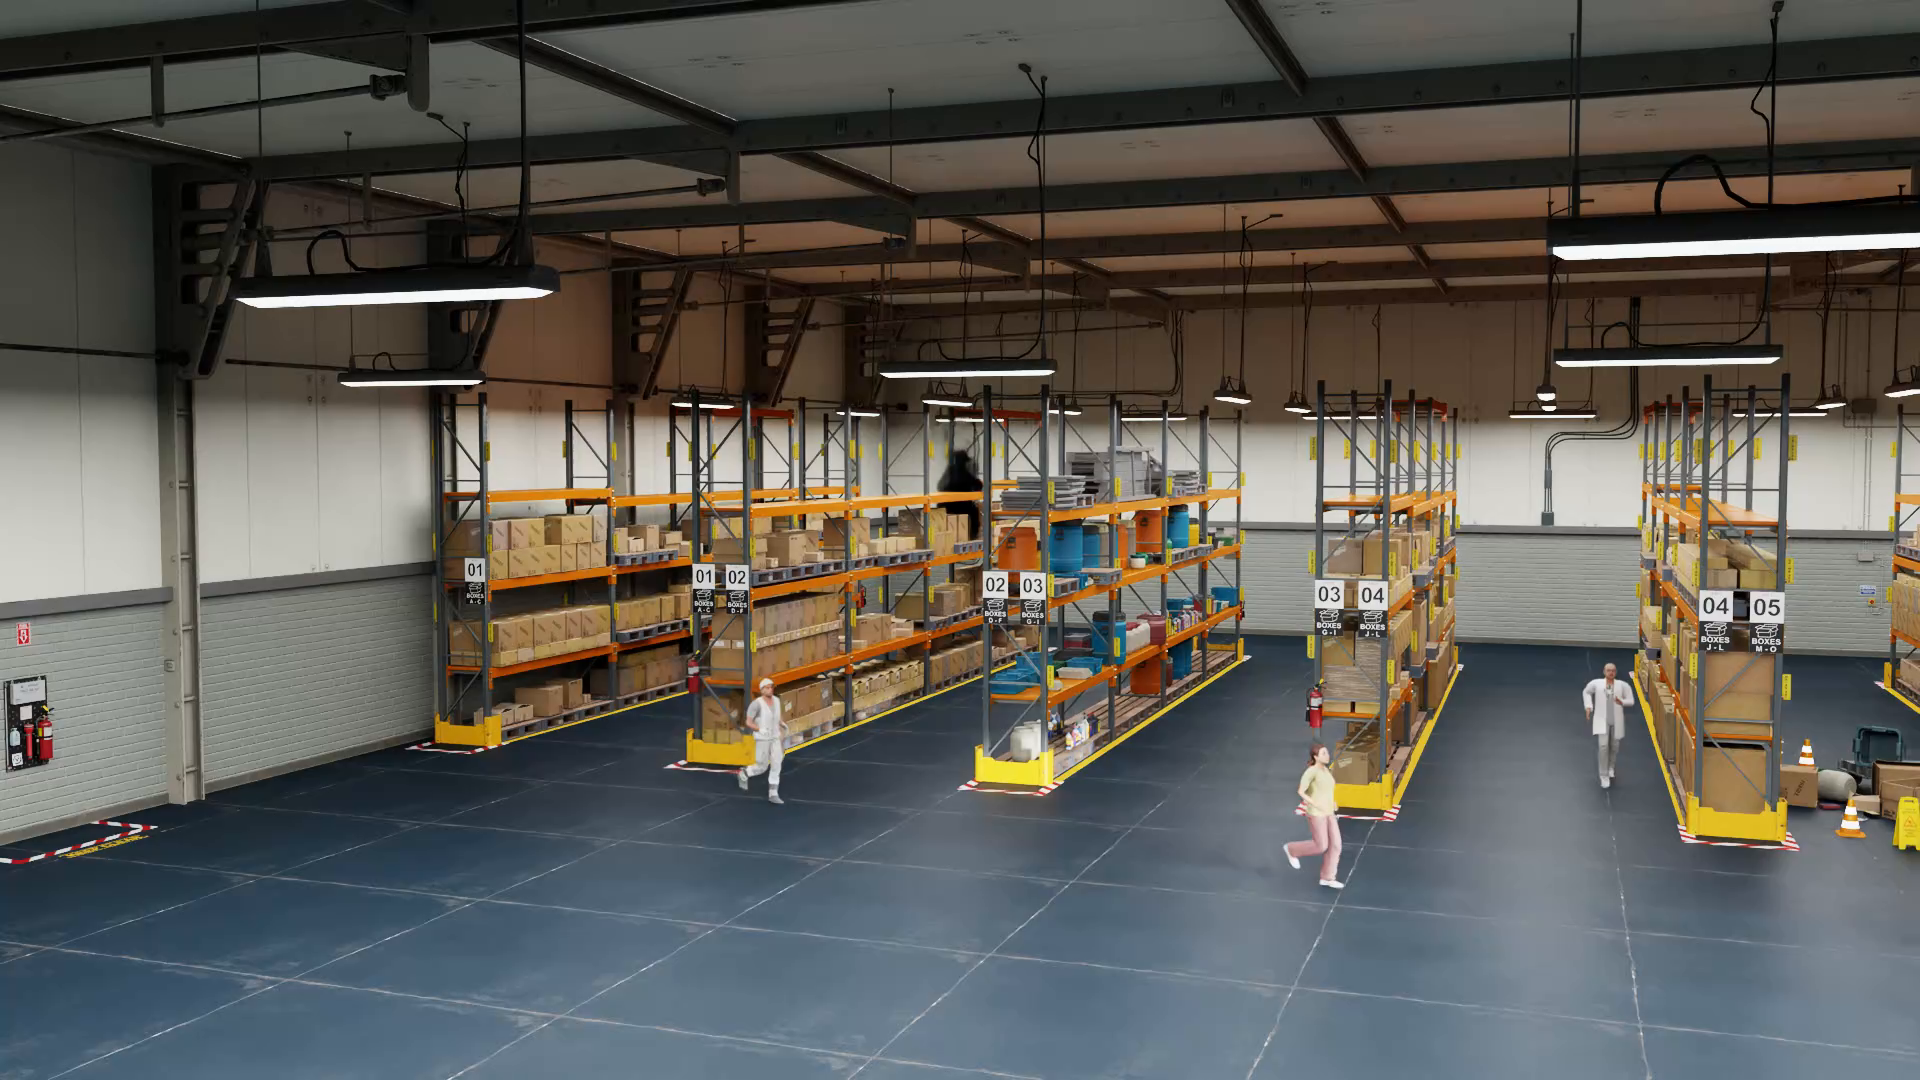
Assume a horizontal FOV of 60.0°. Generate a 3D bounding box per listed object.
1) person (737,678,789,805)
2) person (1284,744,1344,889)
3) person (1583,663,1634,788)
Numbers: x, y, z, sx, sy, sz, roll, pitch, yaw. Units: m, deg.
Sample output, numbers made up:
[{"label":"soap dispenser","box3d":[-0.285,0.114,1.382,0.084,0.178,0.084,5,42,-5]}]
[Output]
[{"label":"person","box3d":[-2.793,2.858,23.811,0.664,1.779,0.874,-3,4,-43]},{"label":"person","box3d":[4.130,3.177,19.250,0.580,1.624,0.767,-3,4,-44]},{"label":"person","box3d":[9.773,2.756,25.056,0.677,1.808,0.990,1,3,13]}]
